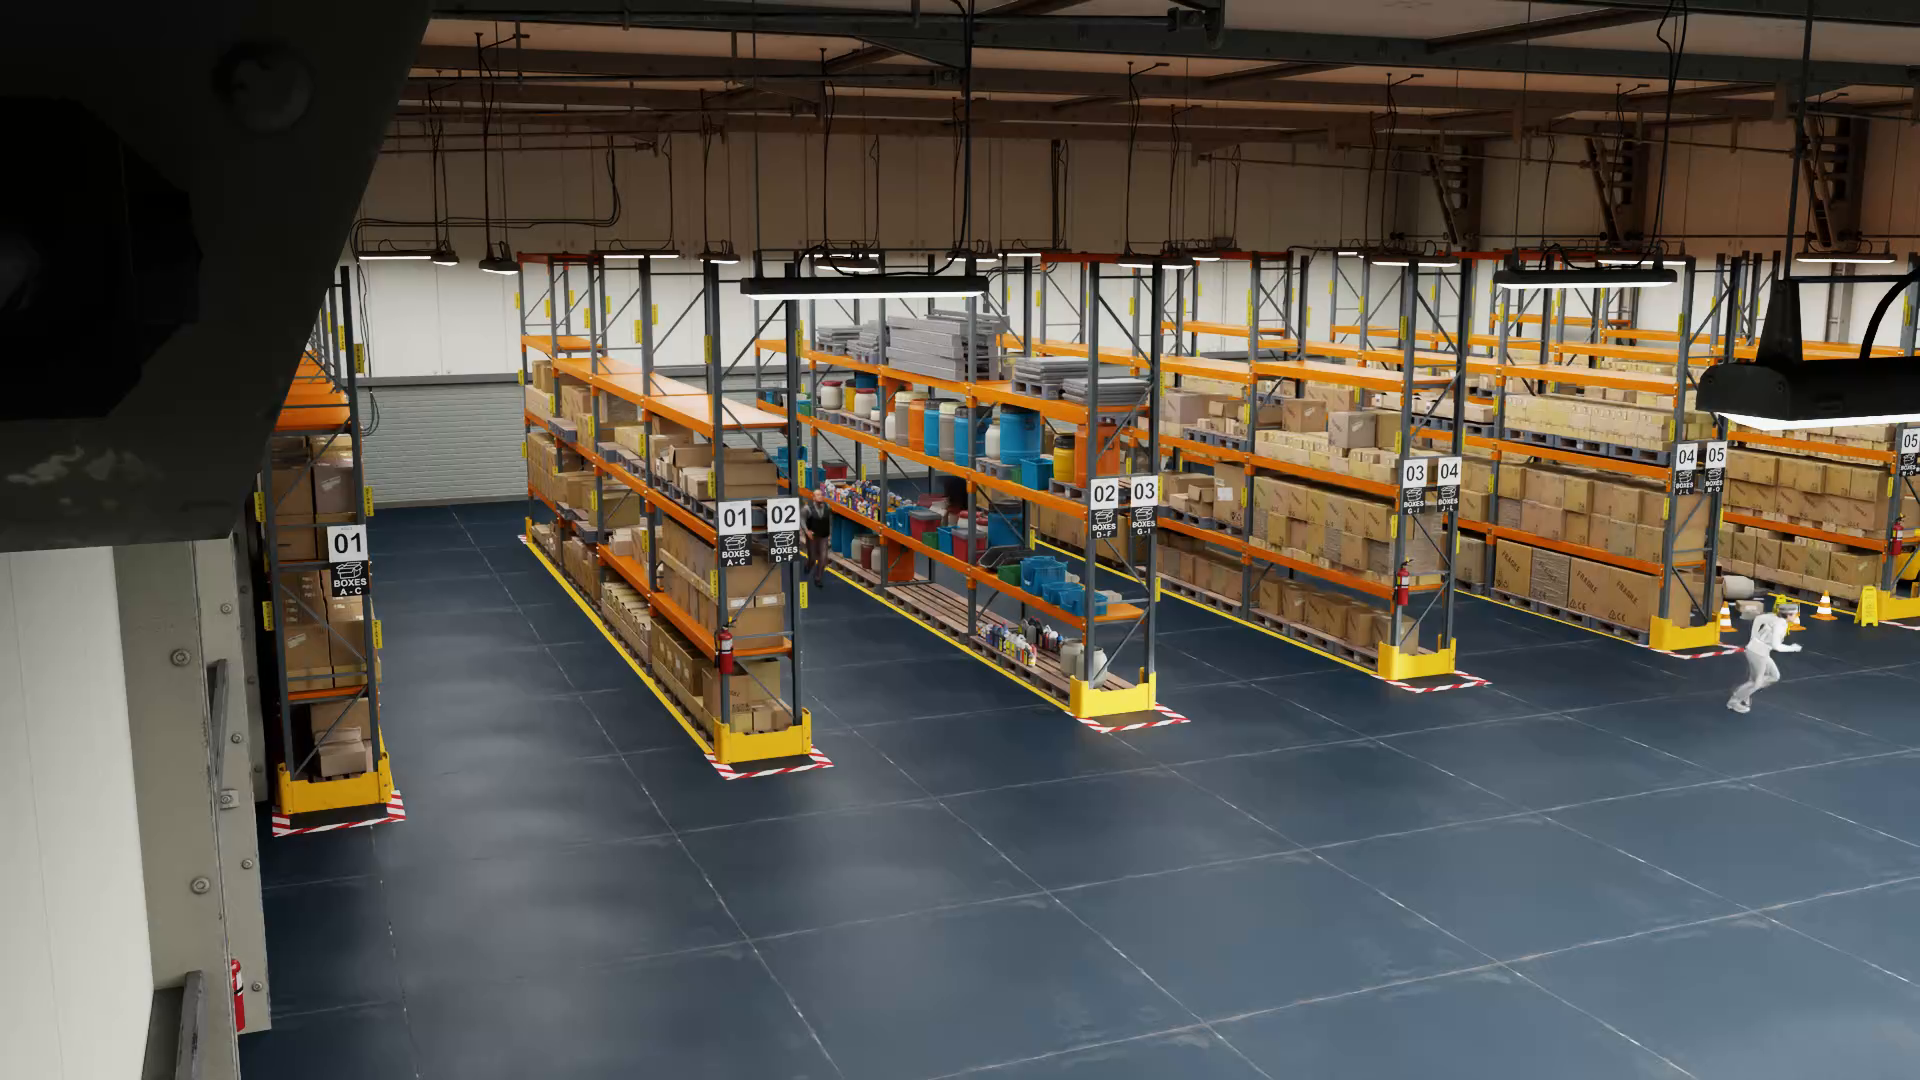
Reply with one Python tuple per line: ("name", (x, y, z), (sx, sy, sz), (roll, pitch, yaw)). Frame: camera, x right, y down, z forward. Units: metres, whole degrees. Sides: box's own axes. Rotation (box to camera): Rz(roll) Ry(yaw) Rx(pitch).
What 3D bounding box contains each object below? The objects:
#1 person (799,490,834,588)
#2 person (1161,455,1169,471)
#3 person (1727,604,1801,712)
("person", (-2.514, -0.057, 29.160), (0.684, 1.686, 0.789), (-5, 11, -25))
("person", (5.110, -2.087, 41.565), (0.863, 1.771, 0.657), (-6, 12, -29))
("person", (10.798, 1.565, 22.309), (0.840, 1.502, 0.644), (3, 11, 18))
